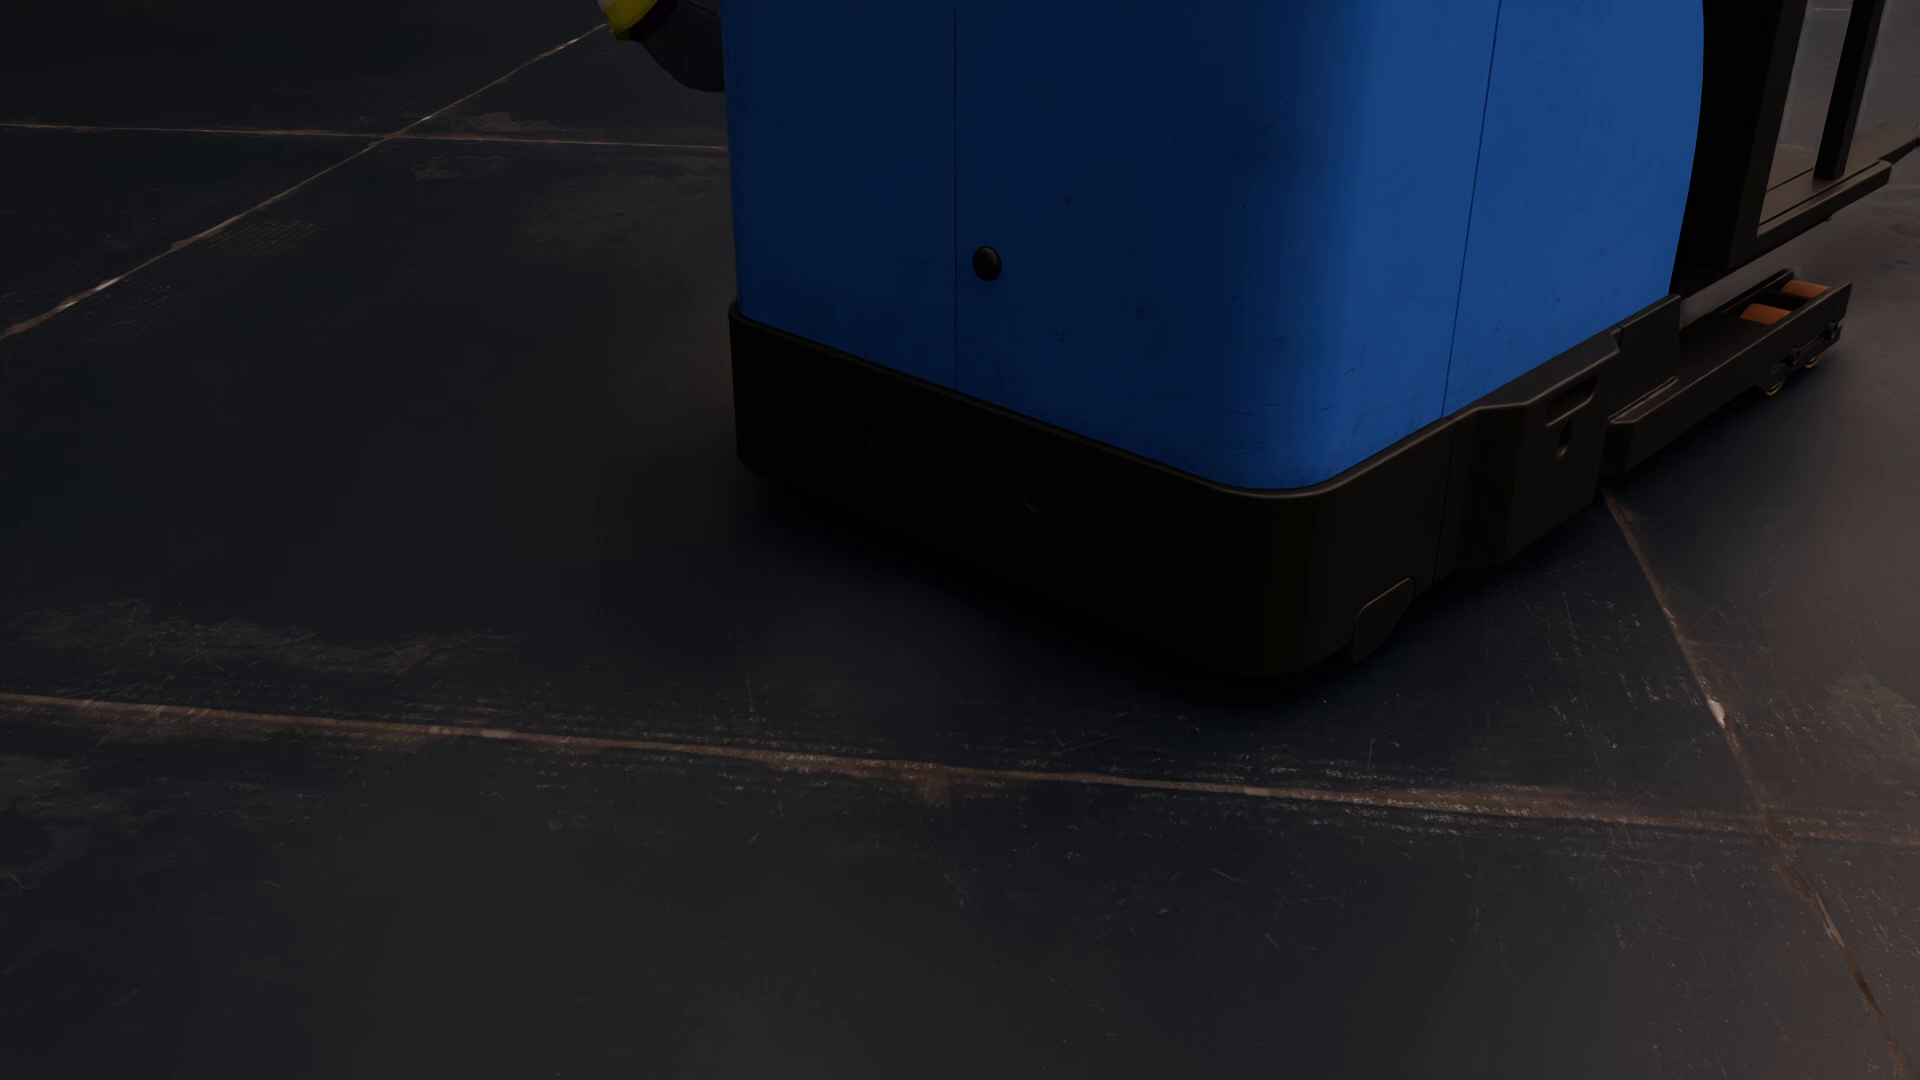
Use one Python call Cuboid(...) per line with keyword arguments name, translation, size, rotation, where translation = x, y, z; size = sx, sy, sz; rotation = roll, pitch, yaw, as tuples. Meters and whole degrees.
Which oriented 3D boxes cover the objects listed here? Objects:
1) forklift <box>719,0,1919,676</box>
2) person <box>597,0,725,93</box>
Cuboid(name="forklift", translation=(1.032, -1.713, 2.650), size=(1.130, 2.935, 3.031), rotation=(23, 35, 38))
Cuboid(name="person", translation=(-0.201, -0.954, 2.714), size=(0.875, 1.532, 1.108), rotation=(8, 28, 16))
